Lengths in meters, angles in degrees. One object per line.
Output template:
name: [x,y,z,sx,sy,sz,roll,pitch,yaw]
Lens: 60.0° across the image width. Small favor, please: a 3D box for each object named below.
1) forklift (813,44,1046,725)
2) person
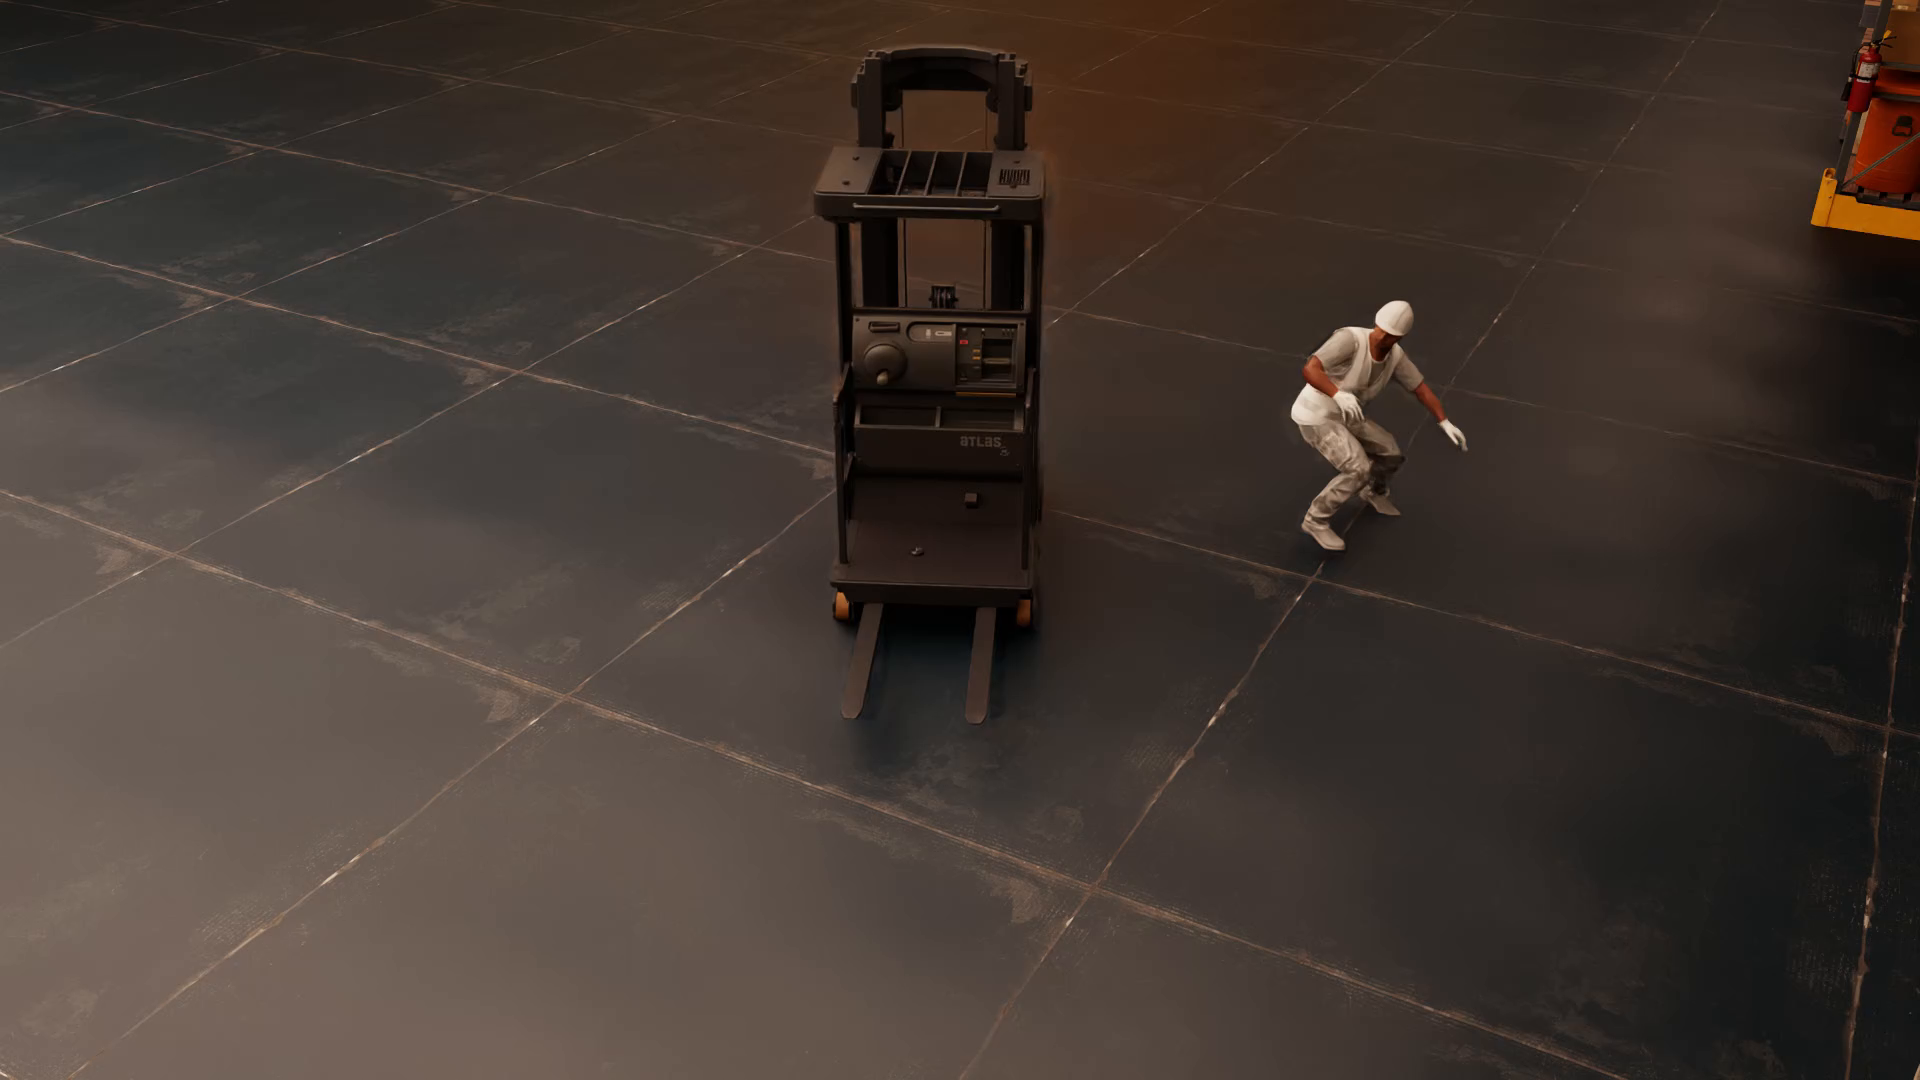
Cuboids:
forklift: [-0.124,-0.956,8.727,1.130,2.935,3.031,2,30,3]
person: [2.409,-0.671,9.716,0.865,1.528,0.877,-25,38,-36]
